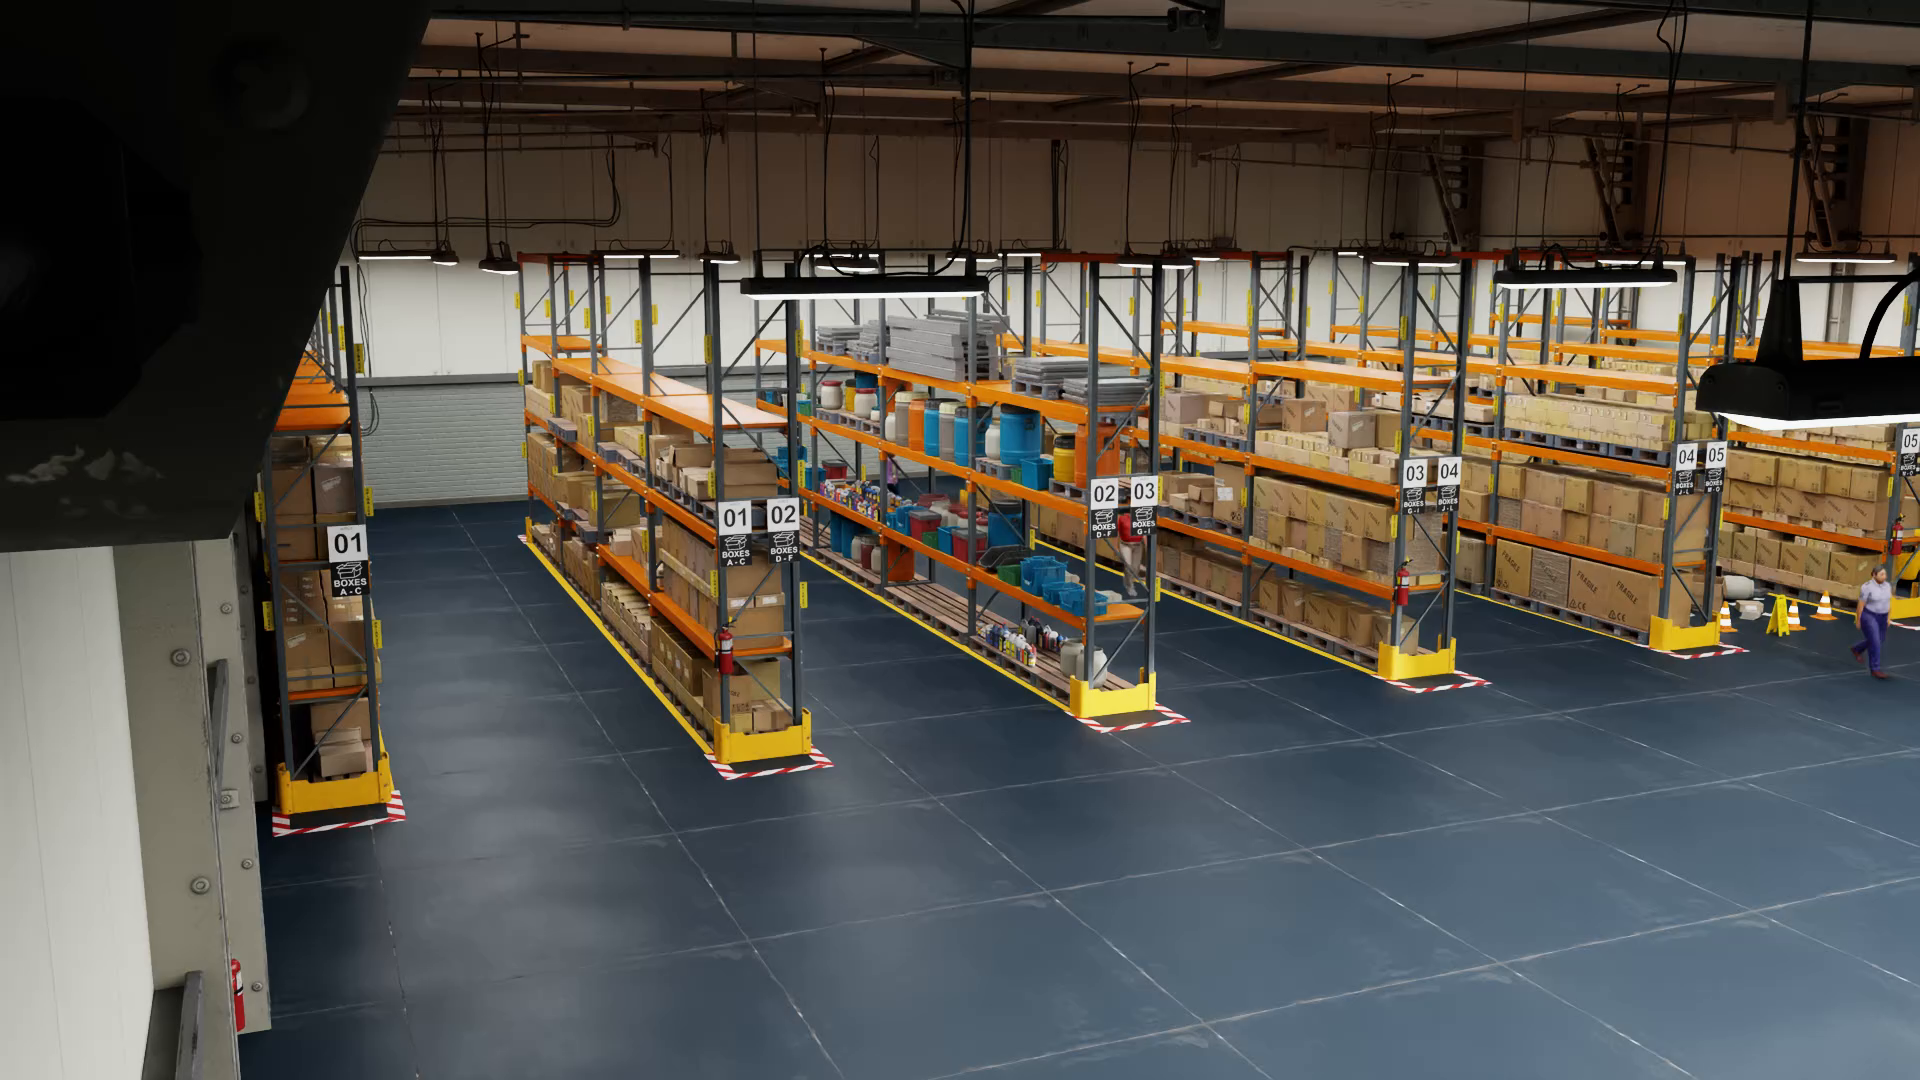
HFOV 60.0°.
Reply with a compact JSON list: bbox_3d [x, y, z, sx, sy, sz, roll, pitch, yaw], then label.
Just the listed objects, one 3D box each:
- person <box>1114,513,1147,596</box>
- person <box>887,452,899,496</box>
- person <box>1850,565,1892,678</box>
[{"bbox_3d":[2.964,0.106,28.482,0.546,1.599,0.954,-3,11,-16],"label":"person"},{"bbox_3d":[-1.563,-1.268,37.594,0.463,1.625,0.518,10,14,44],"label":"person"},{"bbox_3d":[13.329,1.147,24.324,0.504,1.592,0.912,-3,11,-14],"label":"person"}]
